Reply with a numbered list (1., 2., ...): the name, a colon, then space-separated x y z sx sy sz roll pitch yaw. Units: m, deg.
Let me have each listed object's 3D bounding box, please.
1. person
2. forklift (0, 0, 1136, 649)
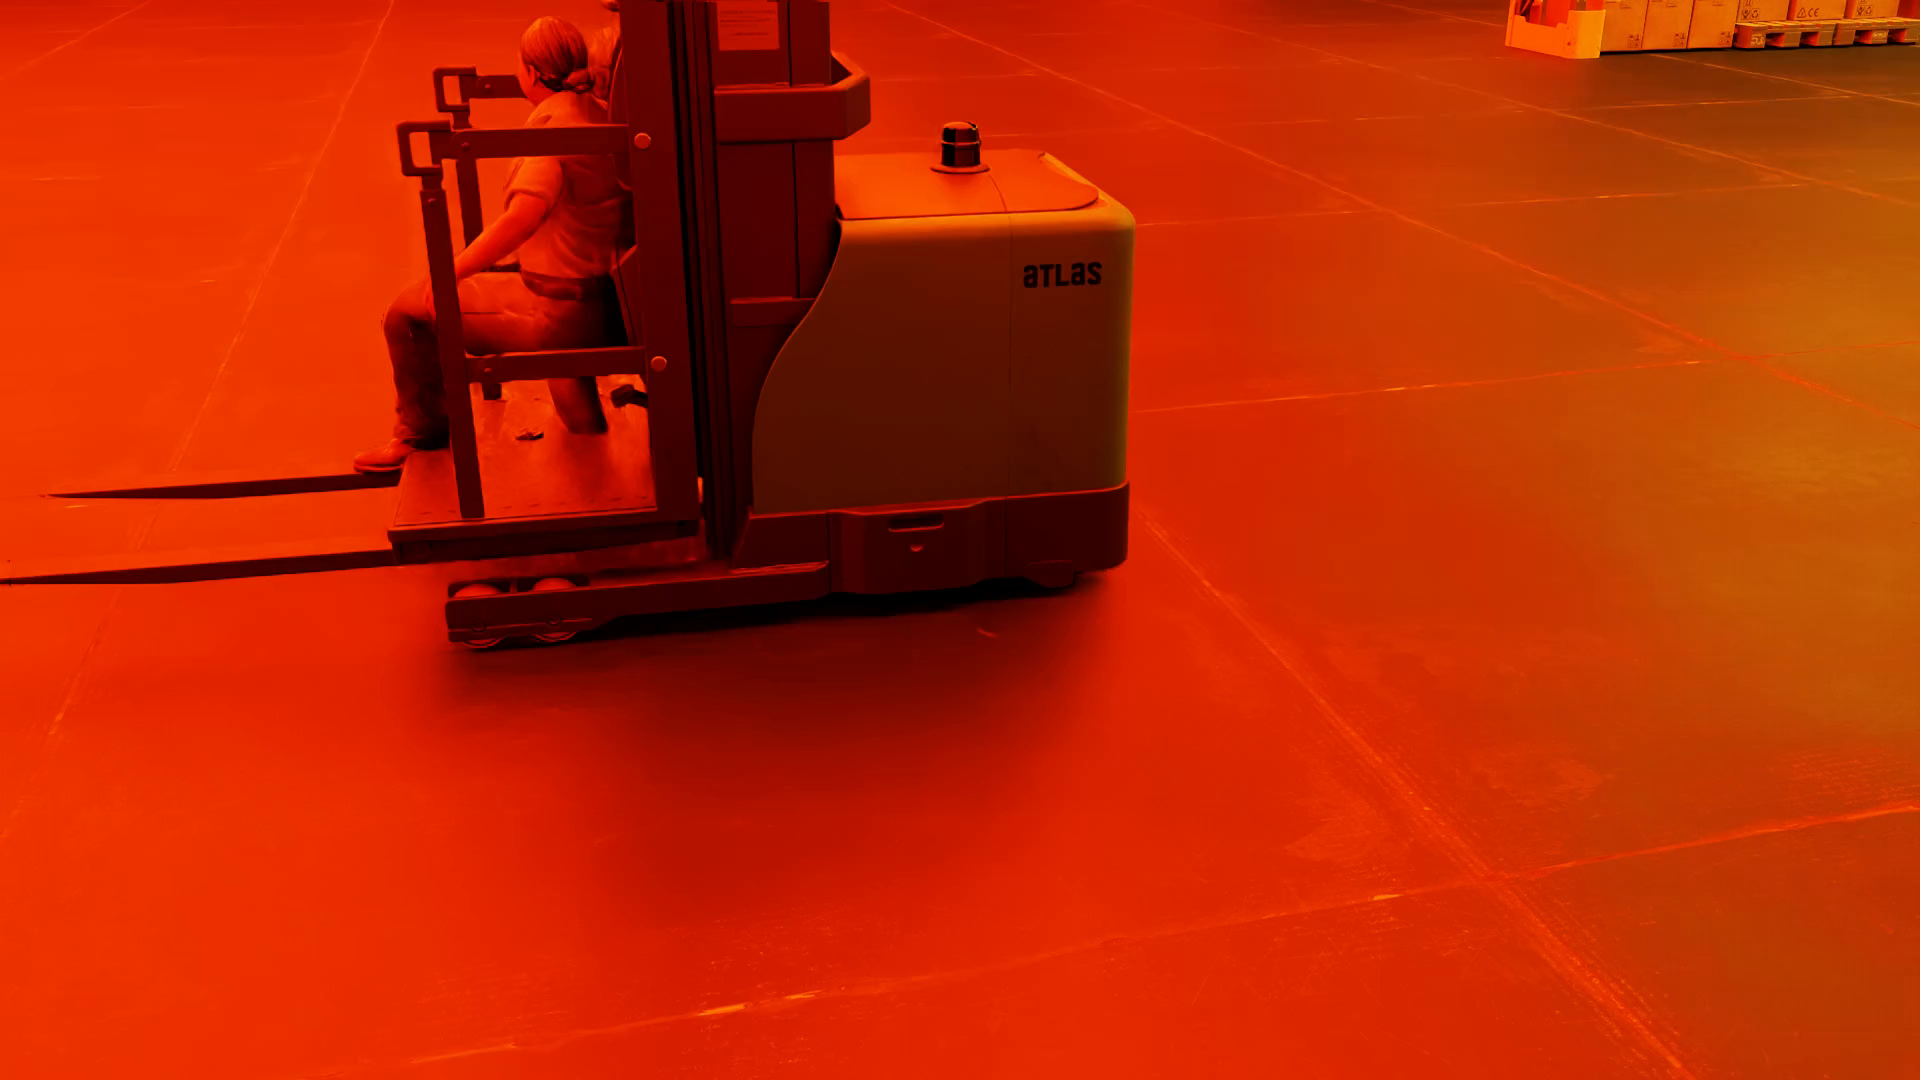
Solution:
1. person: -1.223 -0.717 4.666 0.842 1.429 0.912 14 27 30
2. forklift: -1.092 -1.288 4.337 3.031 2.935 1.130 -5 23 -11
